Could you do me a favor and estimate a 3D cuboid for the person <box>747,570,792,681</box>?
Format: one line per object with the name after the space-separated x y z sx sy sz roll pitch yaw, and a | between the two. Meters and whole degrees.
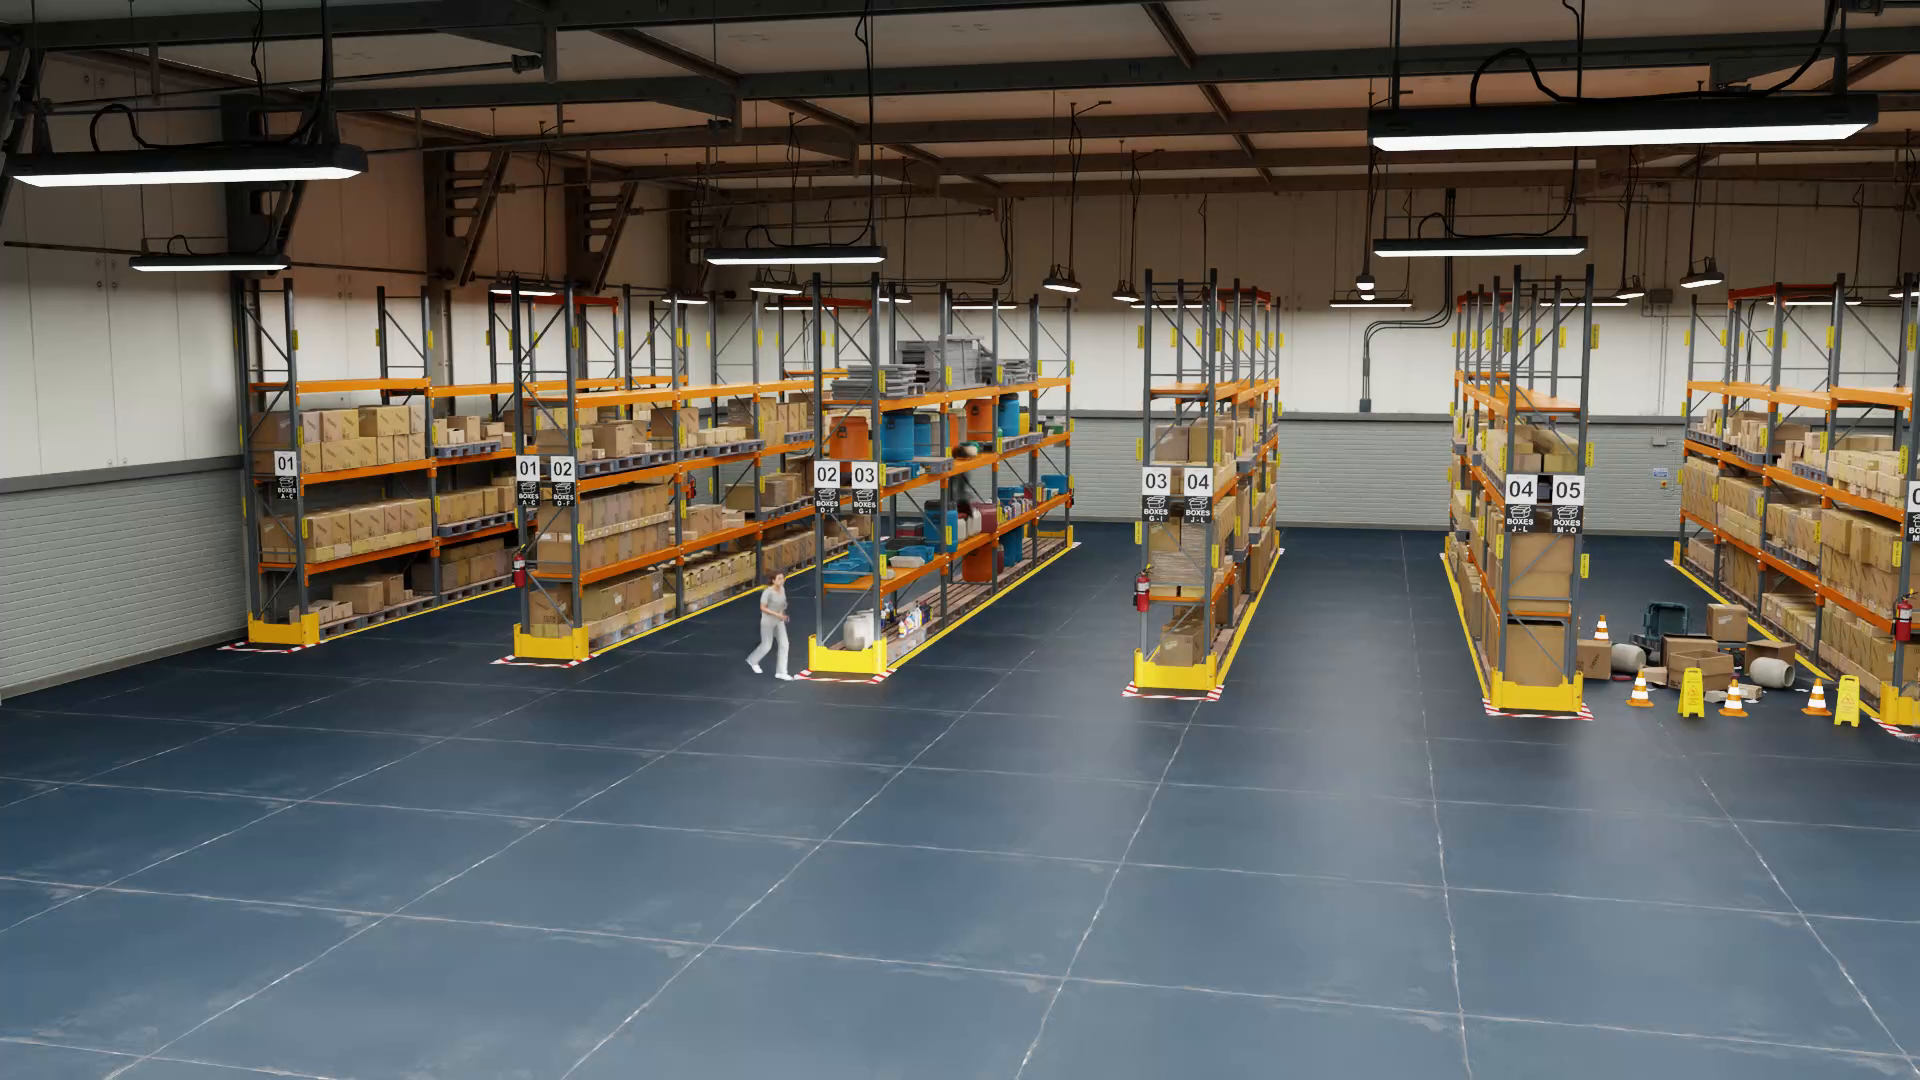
-2.836 1.242 24.698 0.901 1.635 0.550 7 9 43 | person
